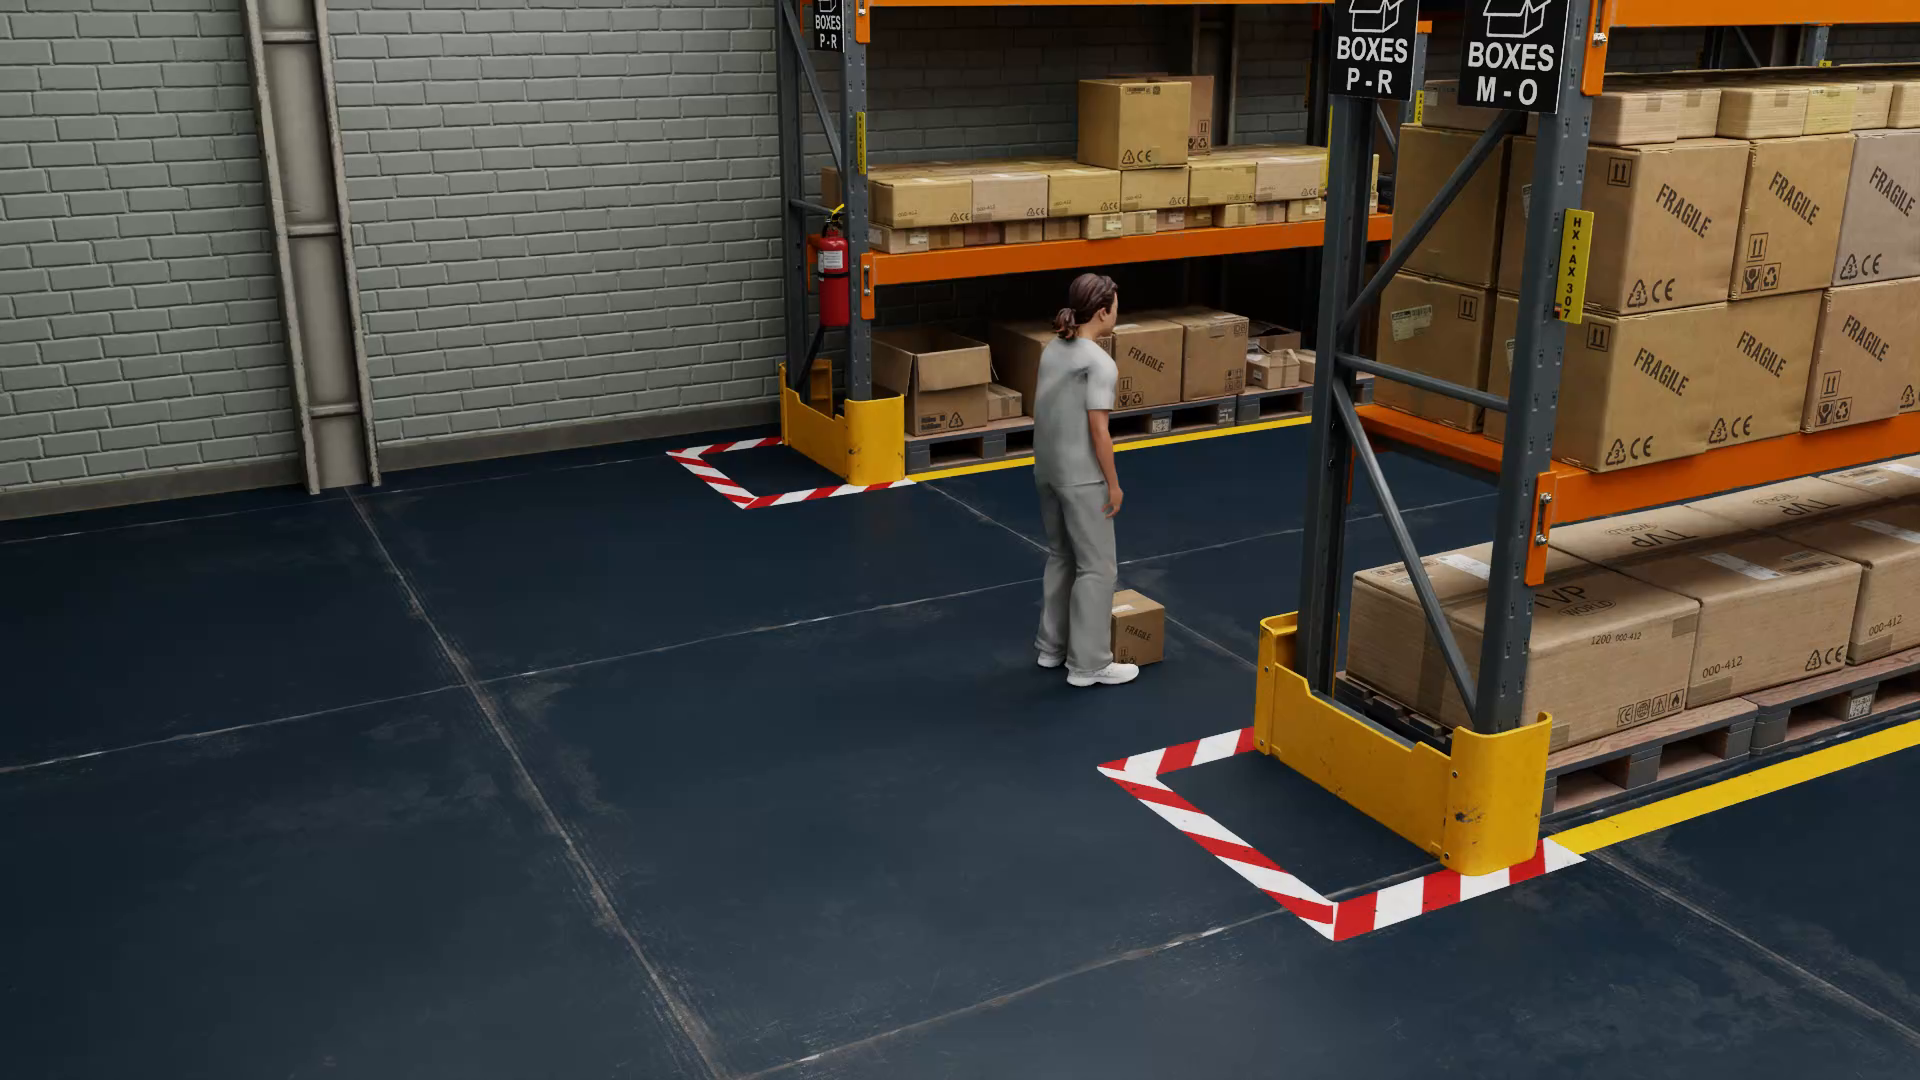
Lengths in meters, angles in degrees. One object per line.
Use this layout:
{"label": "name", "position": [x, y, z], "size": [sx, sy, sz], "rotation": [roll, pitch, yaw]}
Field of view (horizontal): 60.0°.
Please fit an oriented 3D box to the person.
{"label": "person", "position": [0.489, -0.249, 6.803], "size": [0.353, 1.673, 0.493], "rotation": [-10, 21, -27]}
